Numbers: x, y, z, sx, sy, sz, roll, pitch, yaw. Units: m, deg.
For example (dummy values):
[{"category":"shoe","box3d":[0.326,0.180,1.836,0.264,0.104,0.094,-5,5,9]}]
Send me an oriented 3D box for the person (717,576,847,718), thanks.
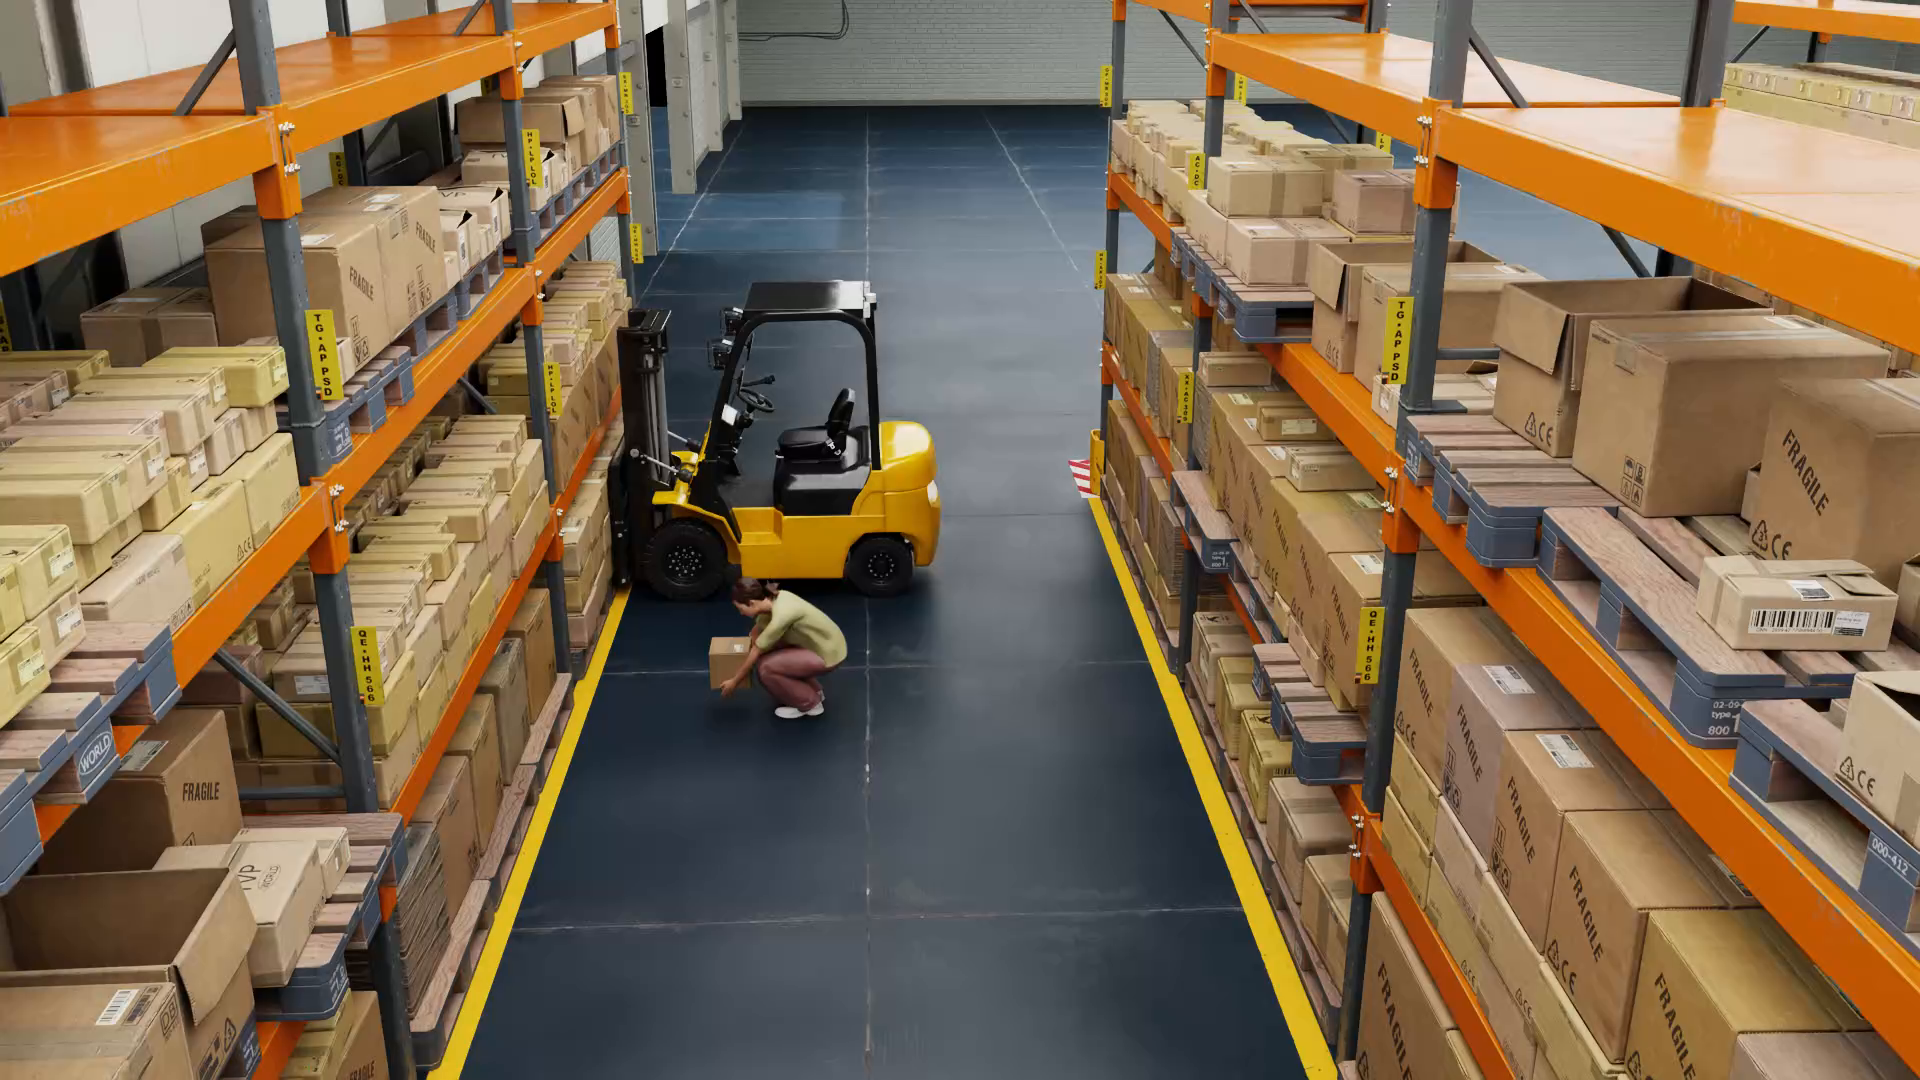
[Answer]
[{"category":"person","box3d":[-1.116,0.645,10.426,0.816,0.934,0.466,-1,21,-4]}]
